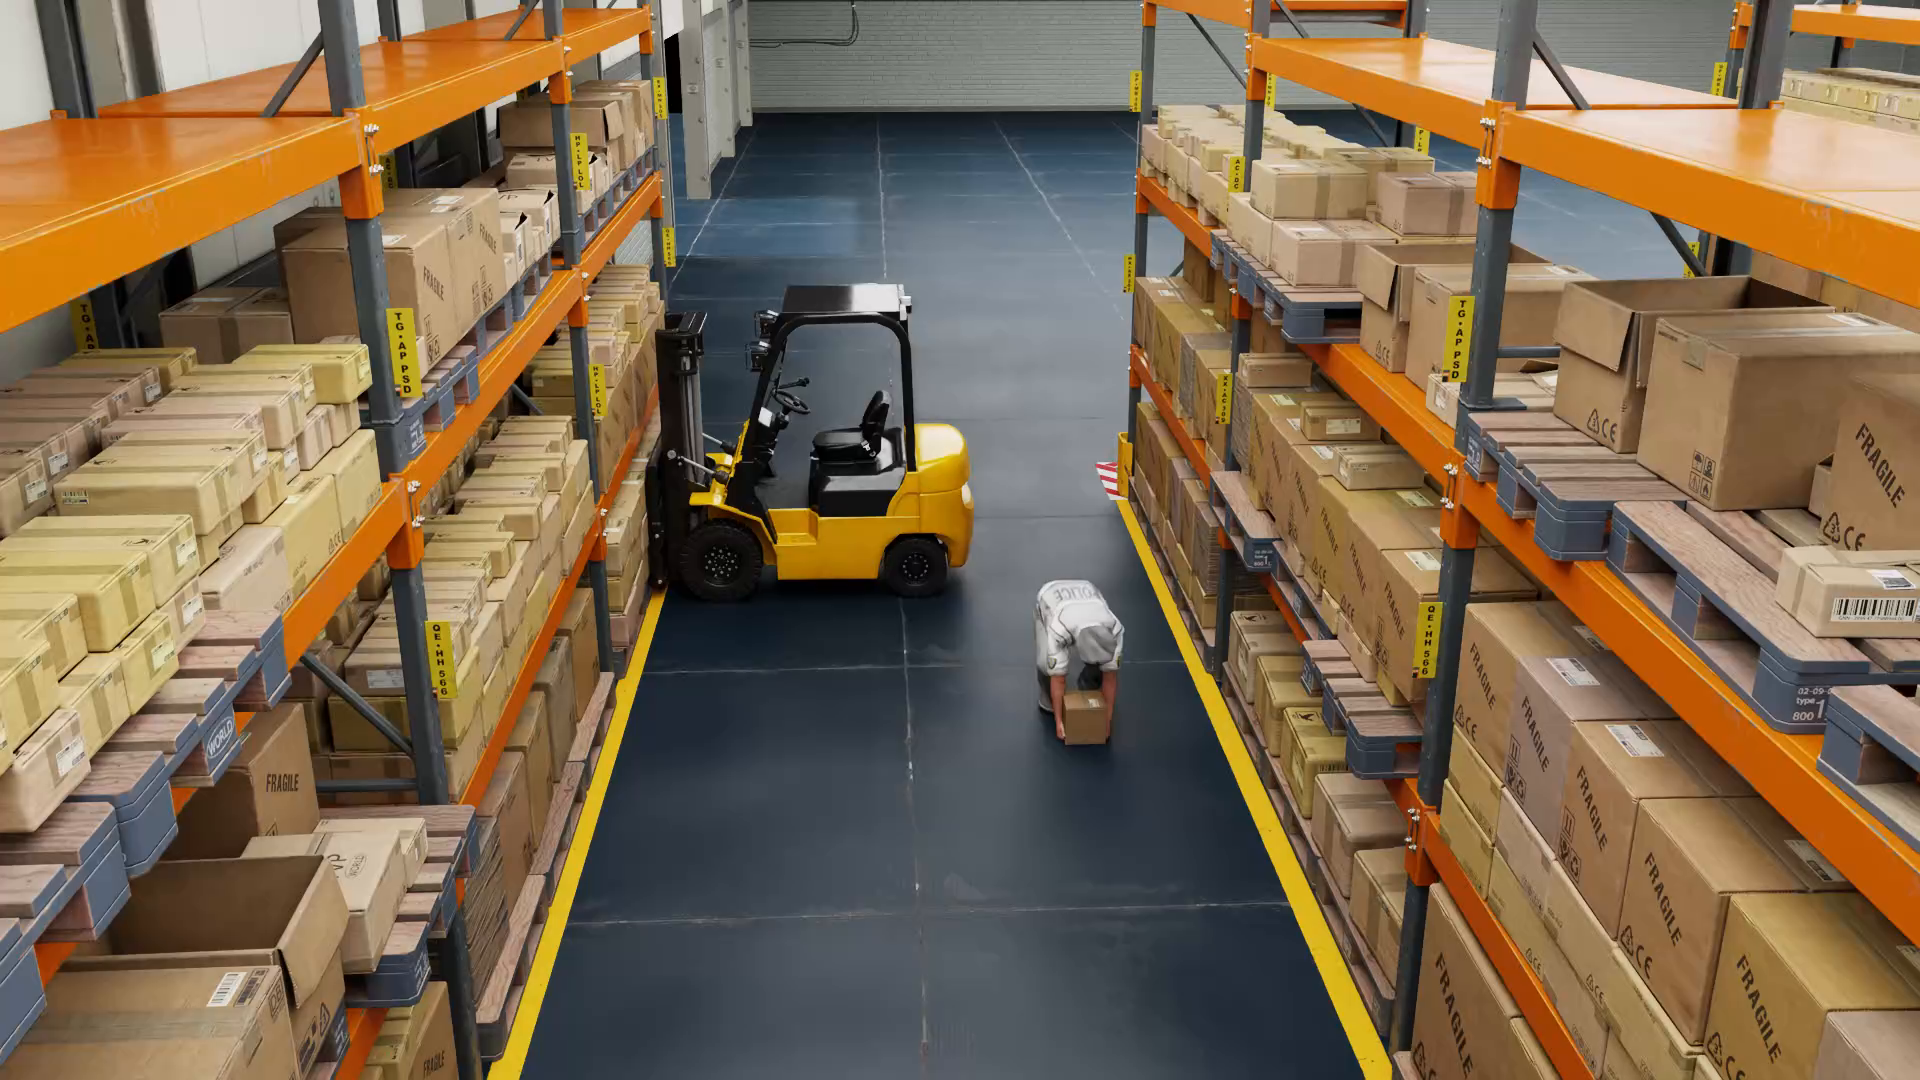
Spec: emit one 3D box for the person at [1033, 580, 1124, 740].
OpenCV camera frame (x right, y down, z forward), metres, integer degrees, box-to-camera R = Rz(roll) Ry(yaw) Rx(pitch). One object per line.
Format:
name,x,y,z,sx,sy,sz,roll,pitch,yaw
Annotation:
person,0.738,0.737,10.446,0.525,0.841,1.030,-2,20,-5
